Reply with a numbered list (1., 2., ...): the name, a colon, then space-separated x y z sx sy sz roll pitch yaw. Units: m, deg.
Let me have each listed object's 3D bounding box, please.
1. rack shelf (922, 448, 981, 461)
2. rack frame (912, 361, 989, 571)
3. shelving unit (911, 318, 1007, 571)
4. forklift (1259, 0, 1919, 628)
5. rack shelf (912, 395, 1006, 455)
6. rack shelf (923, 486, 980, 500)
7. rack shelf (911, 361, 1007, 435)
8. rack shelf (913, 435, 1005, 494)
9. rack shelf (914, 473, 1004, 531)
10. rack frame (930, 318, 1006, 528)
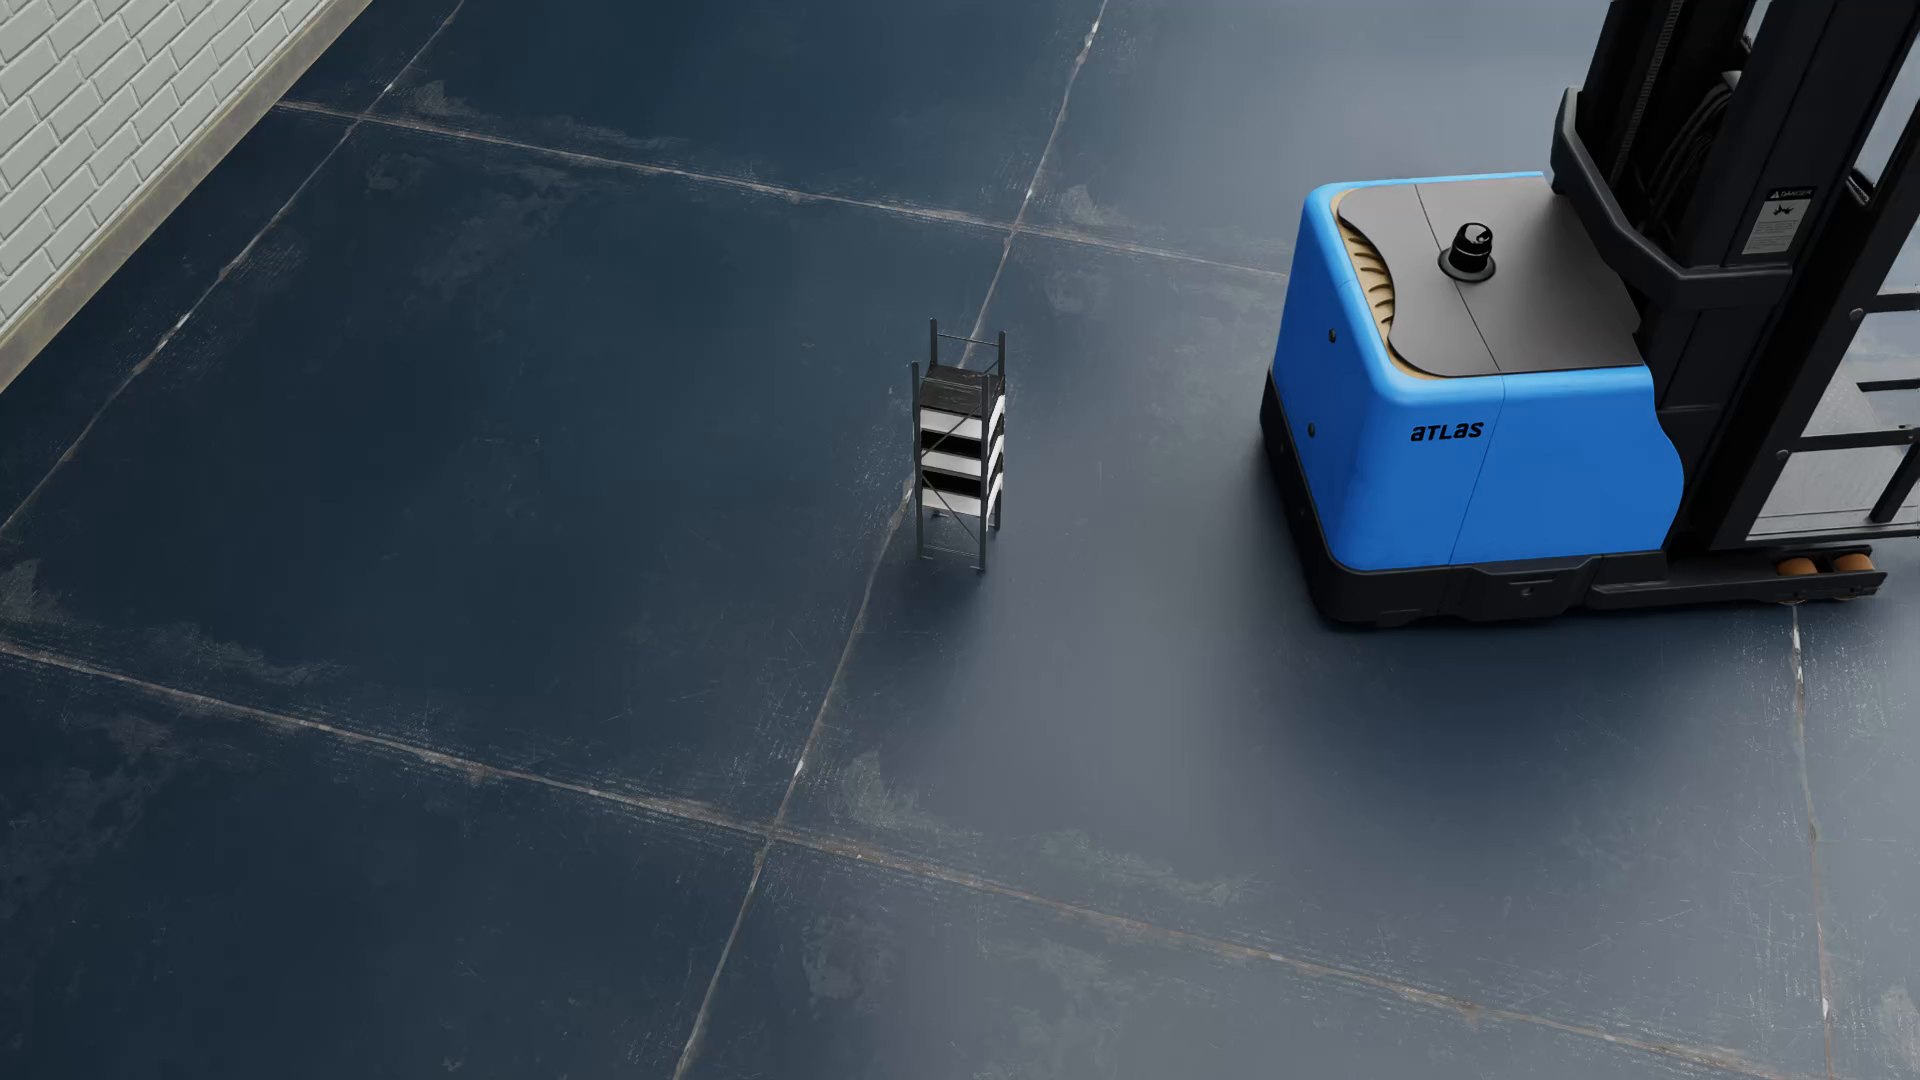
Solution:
1. rack shelf: -0.002 -0.339 5.354 0.199 0.015 0.184 12 50 10
2. rack frame: -0.029 -0.218 5.343 0.240 0.900 0.006 12 50 10
3. shelving unit: -0.002 -0.292 5.407 0.258 0.900 0.210 12 50 10
4. forklift: 2.637 -1.148 4.808 3.031 2.935 1.130 -4 49 -4
5. rack shelf: -0.002 -0.389 5.297 0.258 0.077 0.200 12 50 10
6. rack shelf: -0.002 -0.220 5.489 0.199 0.015 0.184 12 50 10
7. rack shelf: -0.002 -0.449 5.230 0.258 0.077 0.200 12 50 10
8. rack shelf: -0.002 -0.270 5.432 0.258 0.077 0.200 12 50 10
9. rack shelf: -0.002 -0.151 5.567 0.258 0.077 0.200 12 50 10
10. rack frame: 0.025 -0.365 5.472 0.240 0.900 0.006 12 50 10
